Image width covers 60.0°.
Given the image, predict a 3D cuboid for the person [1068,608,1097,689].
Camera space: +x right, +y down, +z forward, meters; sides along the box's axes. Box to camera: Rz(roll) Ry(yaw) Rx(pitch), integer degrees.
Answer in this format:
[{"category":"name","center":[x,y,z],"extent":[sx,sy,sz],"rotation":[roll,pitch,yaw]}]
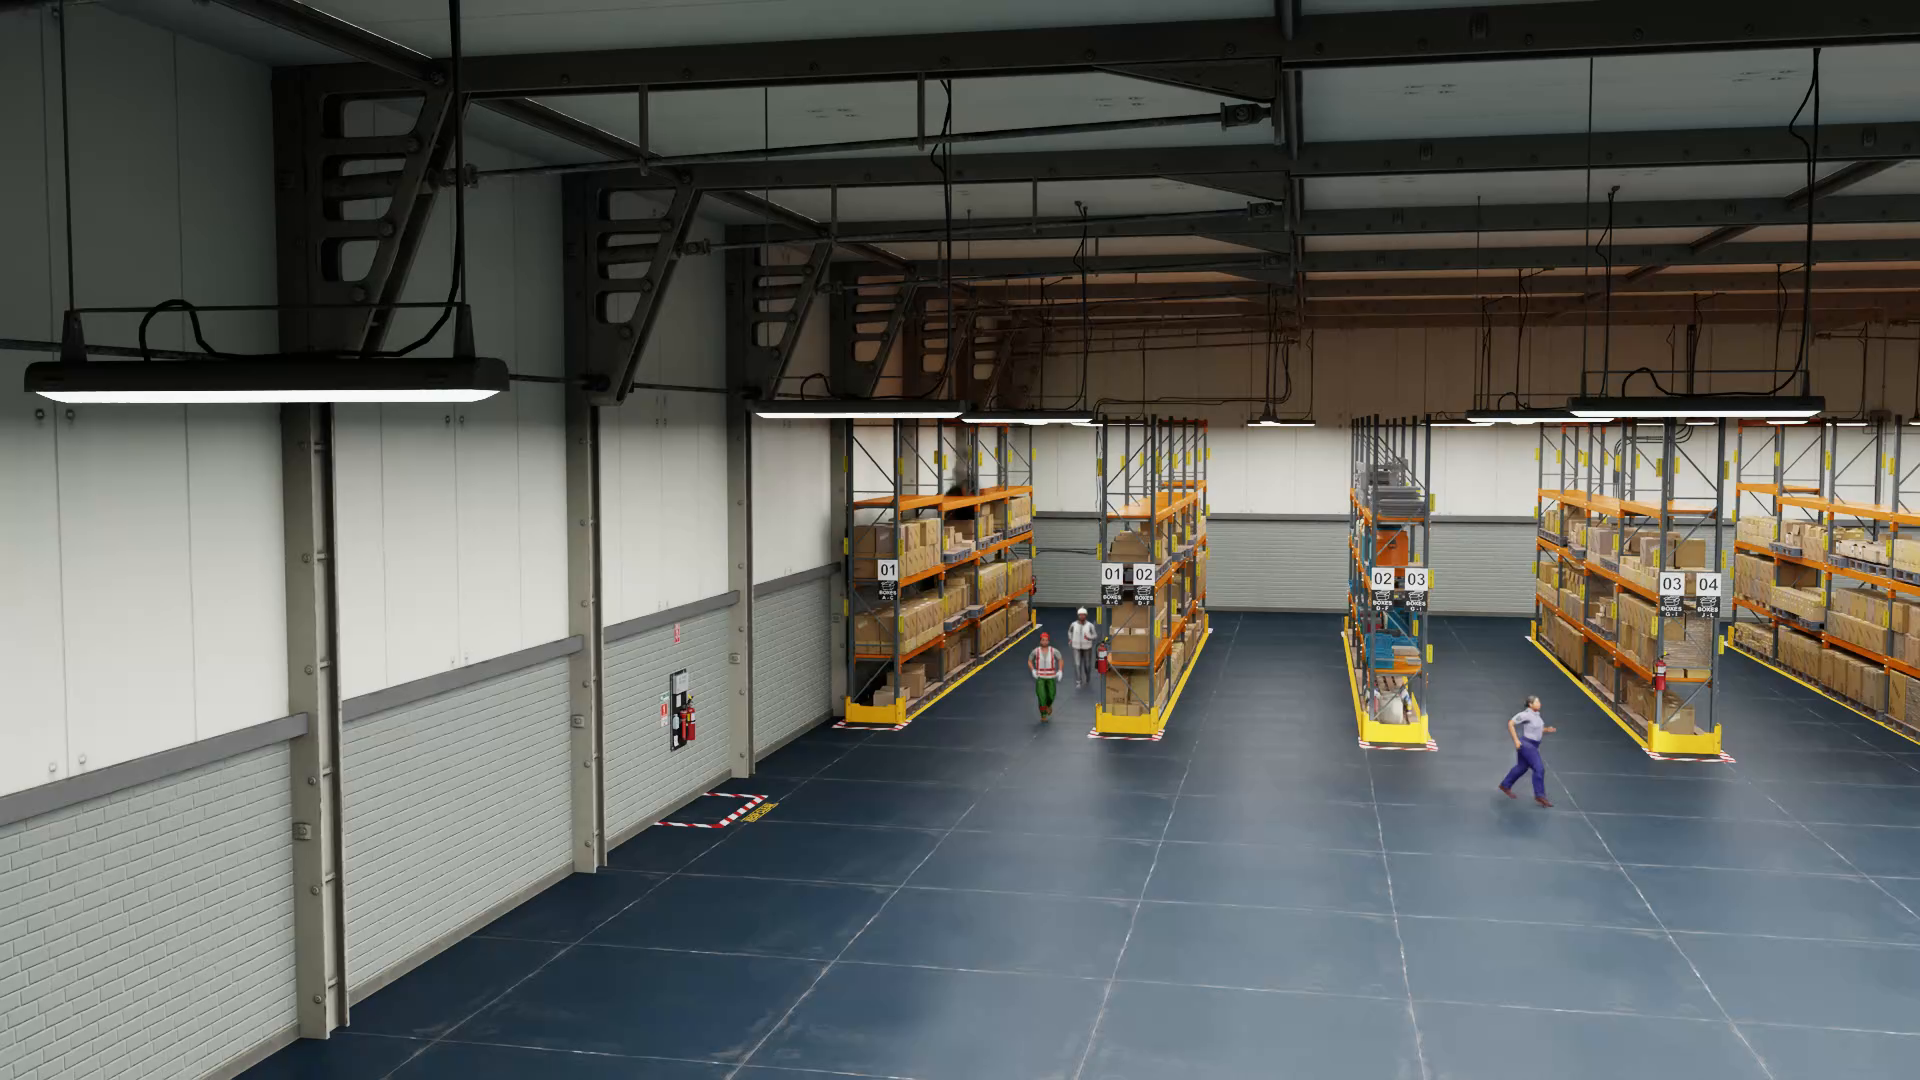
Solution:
[{"category":"person","center":[2.699,2.388,36.826],"extent":[0.667,1.749,0.915],"rotation":[1,4,9]}]

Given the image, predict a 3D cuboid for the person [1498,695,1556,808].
[{"category":"person","center":[8.653,3.199,25.393],"extent":[0.855,1.694,0.579],"rotation":[2,4,32]}]

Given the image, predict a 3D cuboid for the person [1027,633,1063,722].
[{"category":"person","center":[1.670,2.683,32.548],"extent":[0.703,1.741,0.630],"rotation":[0,4,0]}]
